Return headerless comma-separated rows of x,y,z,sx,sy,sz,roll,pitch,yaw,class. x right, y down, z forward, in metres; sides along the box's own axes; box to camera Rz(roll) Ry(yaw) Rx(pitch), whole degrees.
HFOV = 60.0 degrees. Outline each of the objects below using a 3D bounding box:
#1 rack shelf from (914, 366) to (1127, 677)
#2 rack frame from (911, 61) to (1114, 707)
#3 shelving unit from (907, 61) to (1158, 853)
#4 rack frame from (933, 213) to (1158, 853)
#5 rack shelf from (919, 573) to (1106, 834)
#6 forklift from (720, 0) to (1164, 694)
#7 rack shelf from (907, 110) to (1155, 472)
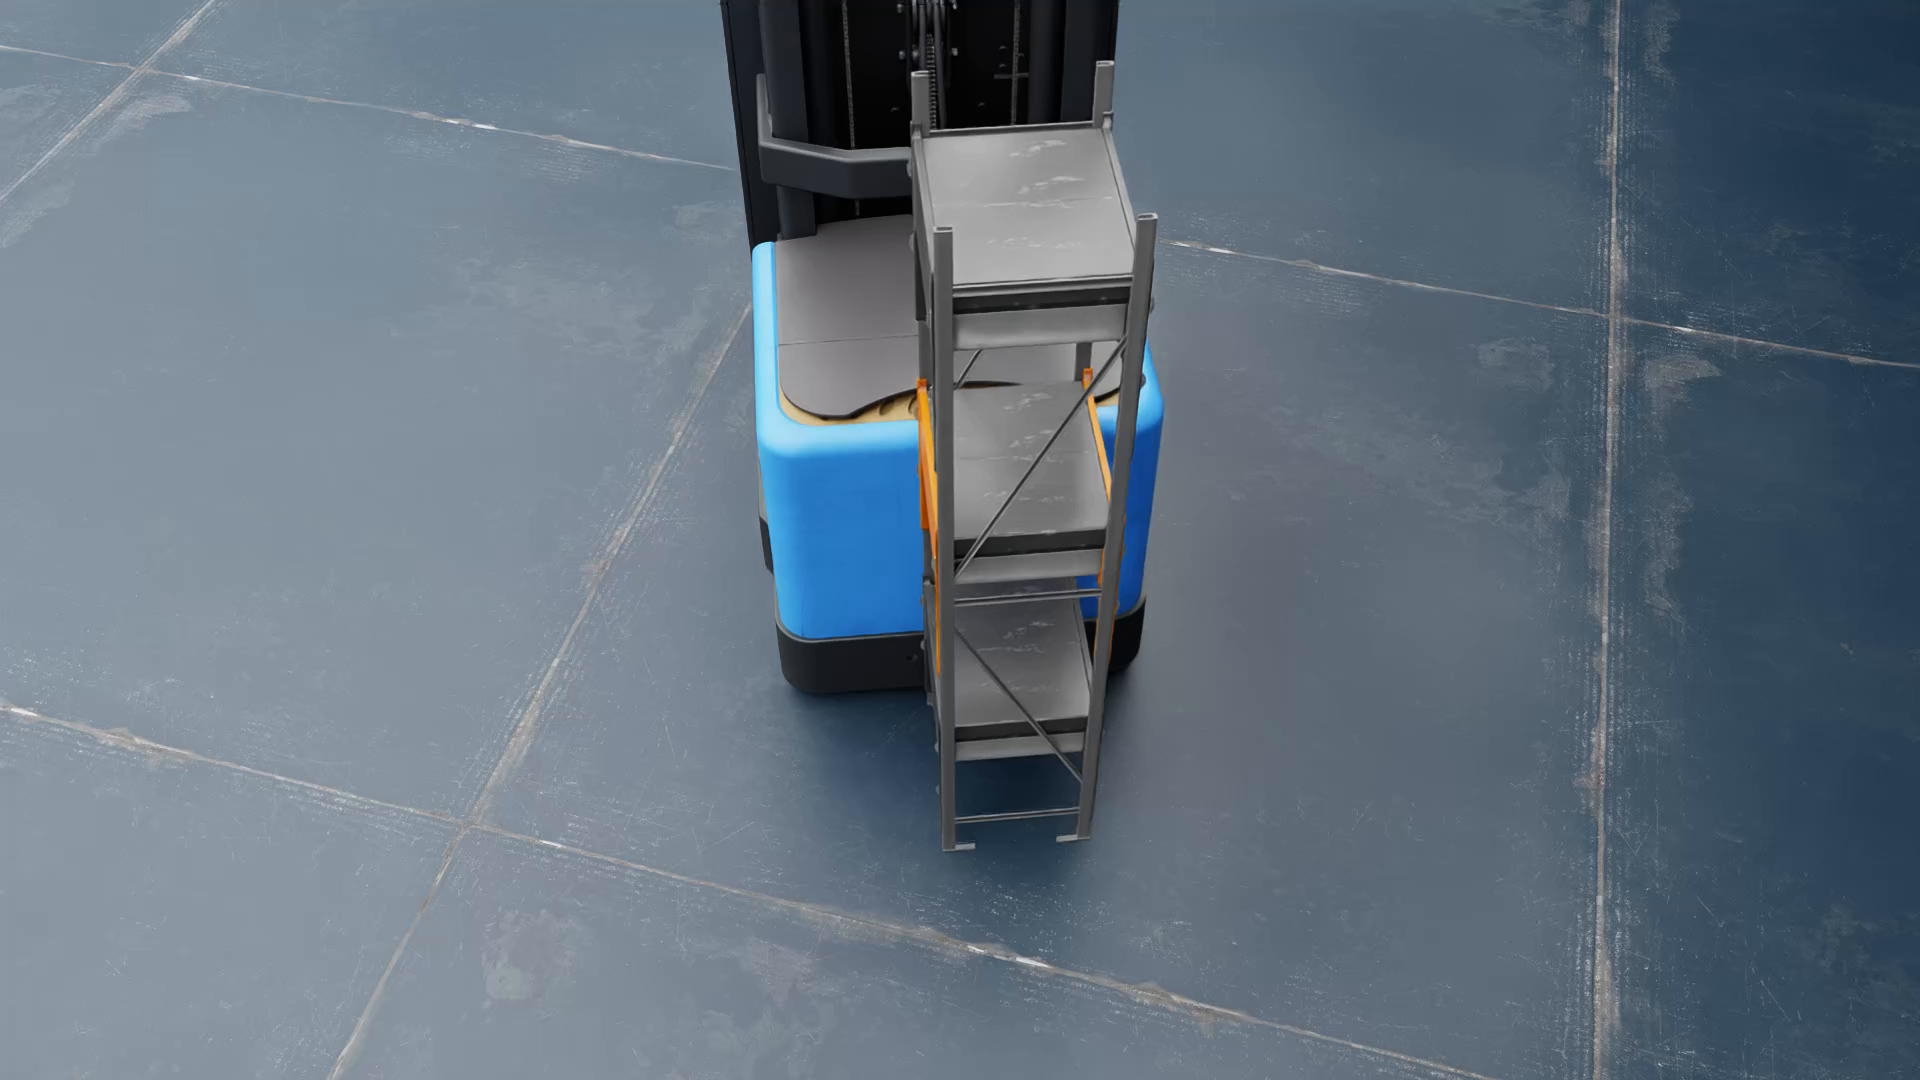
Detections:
0.128,-0.041,3.904,0.431,0.518,0.480,-4,49,-4,rack shelf
0.104,-0.232,4.054,0.400,2.100,0.015,-4,49,-4,rack frame
0.128,-0.050,3.894,0.431,2.100,0.503,-4,49,-4,shelving unit
0.152,0.132,3.733,0.400,2.100,0.015,-4,49,-4,rack frame
0.128,0.422,4.429,0.431,0.518,0.480,-4,49,-4,rack shelf
-0.132,-1.642,4.744,1.130,2.935,3.031,-4,49,-4,forklift
0.128,-0.504,3.379,0.431,0.518,0.480,-4,49,-4,rack shelf
